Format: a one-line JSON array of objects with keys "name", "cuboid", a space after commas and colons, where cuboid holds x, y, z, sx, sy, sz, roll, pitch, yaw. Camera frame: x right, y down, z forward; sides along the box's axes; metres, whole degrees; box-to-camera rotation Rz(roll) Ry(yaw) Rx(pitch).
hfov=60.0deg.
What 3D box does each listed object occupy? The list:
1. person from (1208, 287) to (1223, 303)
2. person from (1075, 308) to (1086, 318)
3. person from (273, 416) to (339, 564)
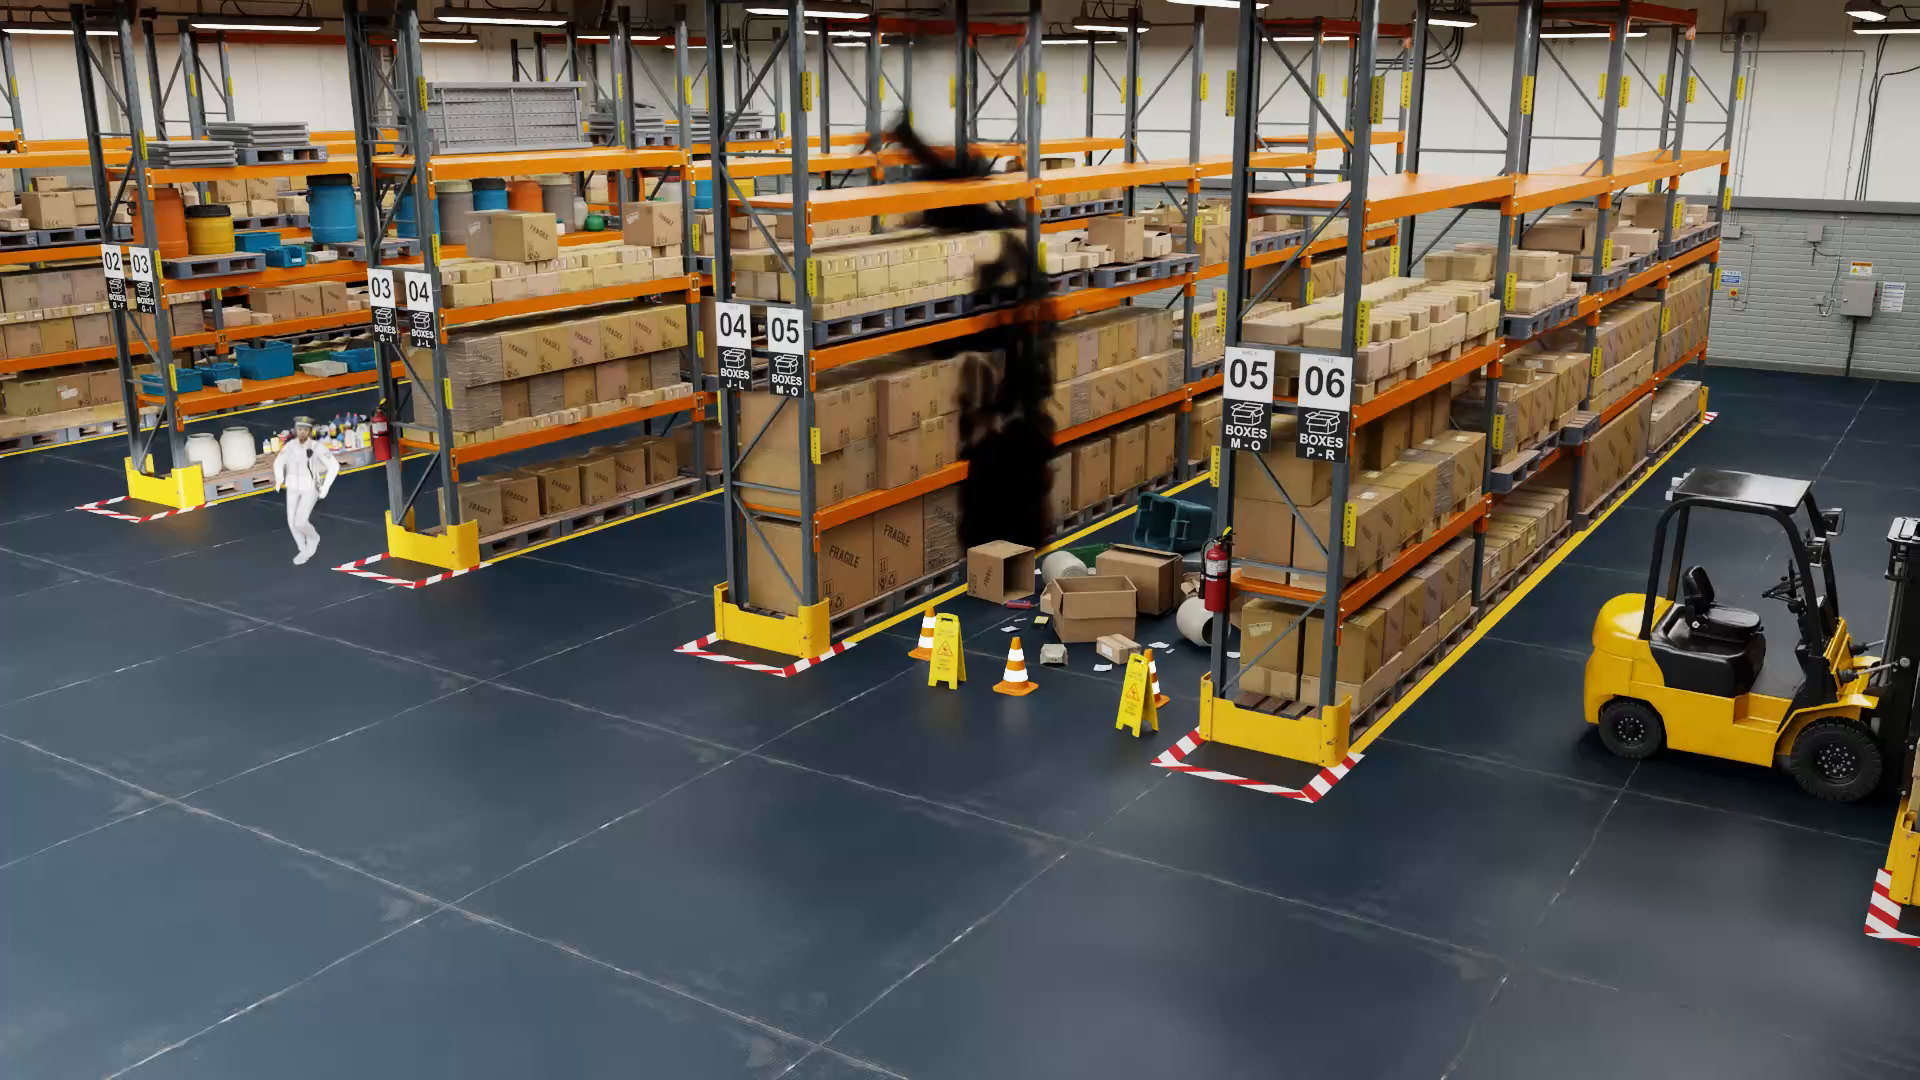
[{"name": "person", "cuboid": [4.332, -3.340, 27.957, 0.682, 1.831, 0.799, 13, 20, 38]}, {"name": "person", "cuboid": [1.855, -2.878, 26.543, 0.561, 1.618, 0.570, 7, 17, 25]}, {"name": "person", "cuboid": [-7.140, -0.534, 18.097, 0.690, 1.651, 0.473, 2, 16, 6]}]
